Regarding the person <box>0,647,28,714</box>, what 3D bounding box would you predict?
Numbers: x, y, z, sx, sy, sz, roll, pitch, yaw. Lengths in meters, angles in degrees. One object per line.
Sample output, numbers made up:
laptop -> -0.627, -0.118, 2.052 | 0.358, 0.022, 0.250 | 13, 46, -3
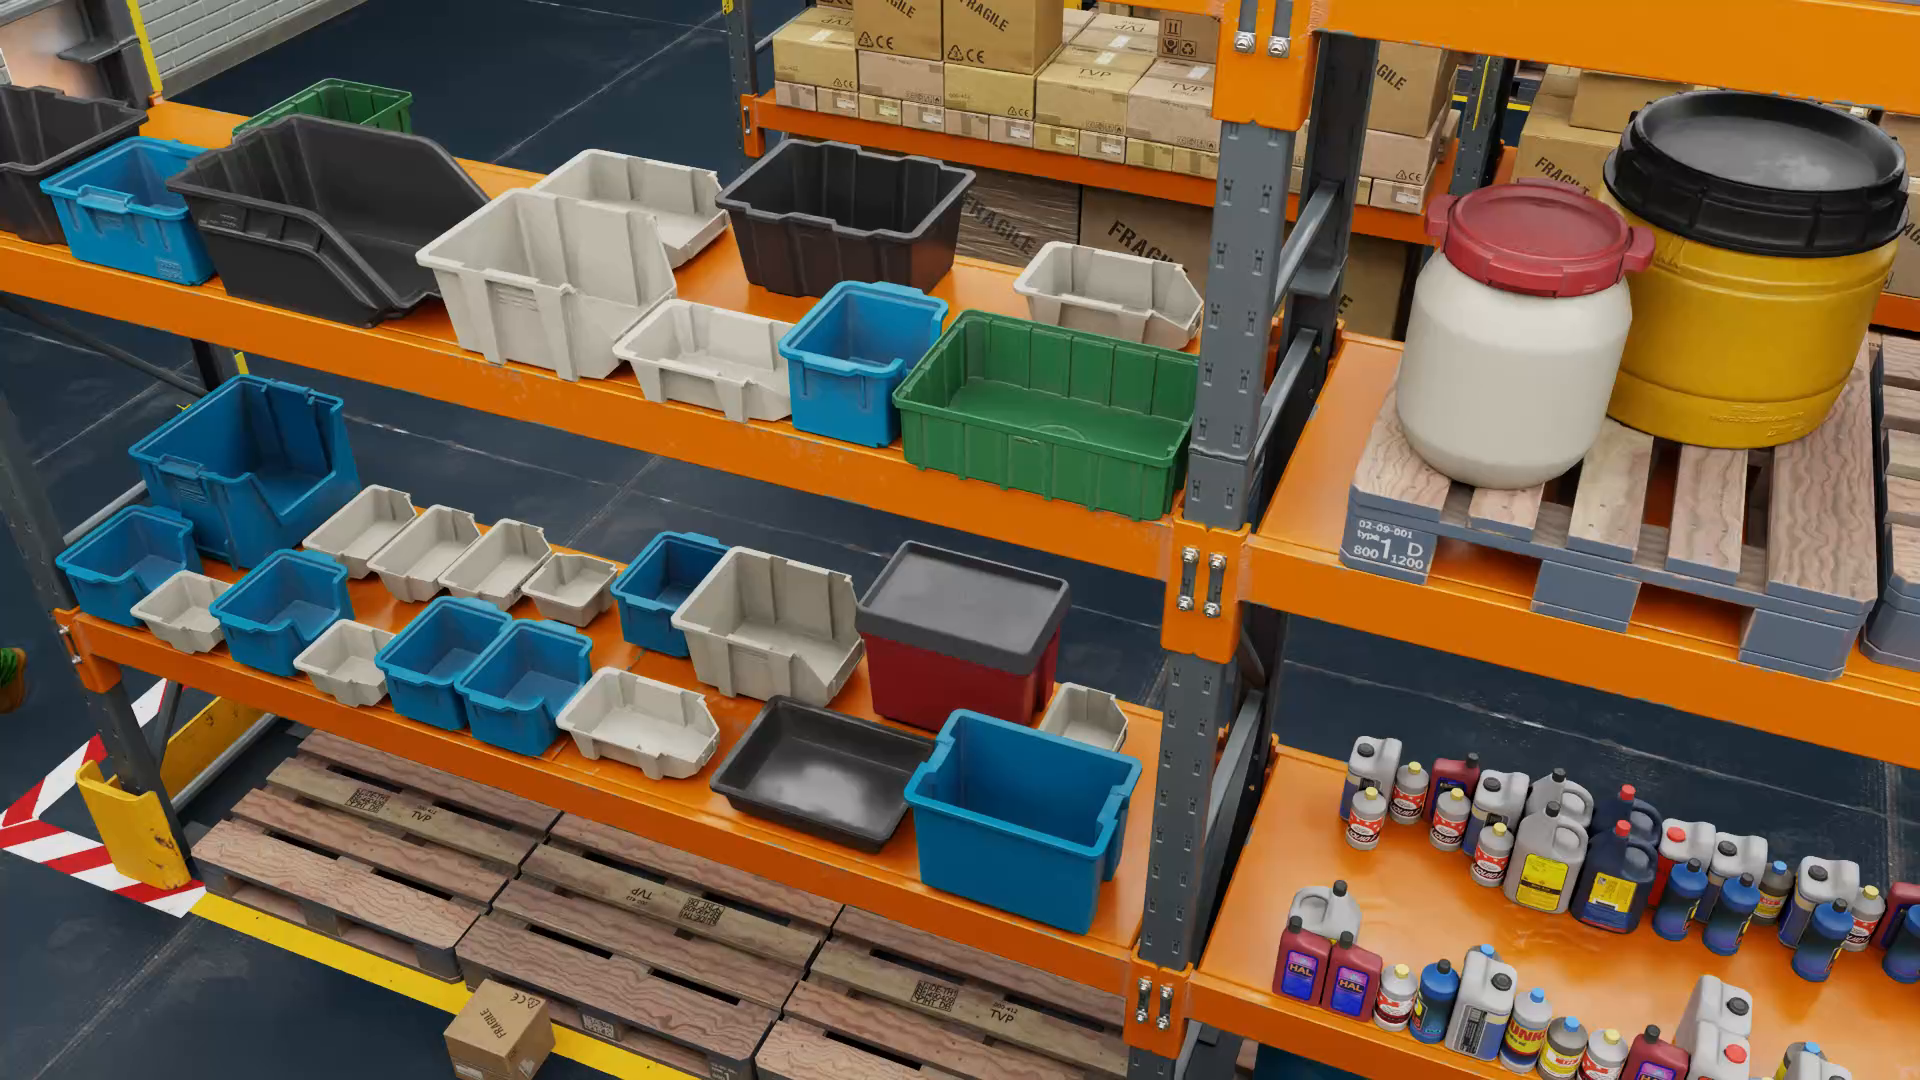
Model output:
person -> -4.182, 0.179, 6.539 | 0.590, 1.779, 0.628 | 12, 39, 15
